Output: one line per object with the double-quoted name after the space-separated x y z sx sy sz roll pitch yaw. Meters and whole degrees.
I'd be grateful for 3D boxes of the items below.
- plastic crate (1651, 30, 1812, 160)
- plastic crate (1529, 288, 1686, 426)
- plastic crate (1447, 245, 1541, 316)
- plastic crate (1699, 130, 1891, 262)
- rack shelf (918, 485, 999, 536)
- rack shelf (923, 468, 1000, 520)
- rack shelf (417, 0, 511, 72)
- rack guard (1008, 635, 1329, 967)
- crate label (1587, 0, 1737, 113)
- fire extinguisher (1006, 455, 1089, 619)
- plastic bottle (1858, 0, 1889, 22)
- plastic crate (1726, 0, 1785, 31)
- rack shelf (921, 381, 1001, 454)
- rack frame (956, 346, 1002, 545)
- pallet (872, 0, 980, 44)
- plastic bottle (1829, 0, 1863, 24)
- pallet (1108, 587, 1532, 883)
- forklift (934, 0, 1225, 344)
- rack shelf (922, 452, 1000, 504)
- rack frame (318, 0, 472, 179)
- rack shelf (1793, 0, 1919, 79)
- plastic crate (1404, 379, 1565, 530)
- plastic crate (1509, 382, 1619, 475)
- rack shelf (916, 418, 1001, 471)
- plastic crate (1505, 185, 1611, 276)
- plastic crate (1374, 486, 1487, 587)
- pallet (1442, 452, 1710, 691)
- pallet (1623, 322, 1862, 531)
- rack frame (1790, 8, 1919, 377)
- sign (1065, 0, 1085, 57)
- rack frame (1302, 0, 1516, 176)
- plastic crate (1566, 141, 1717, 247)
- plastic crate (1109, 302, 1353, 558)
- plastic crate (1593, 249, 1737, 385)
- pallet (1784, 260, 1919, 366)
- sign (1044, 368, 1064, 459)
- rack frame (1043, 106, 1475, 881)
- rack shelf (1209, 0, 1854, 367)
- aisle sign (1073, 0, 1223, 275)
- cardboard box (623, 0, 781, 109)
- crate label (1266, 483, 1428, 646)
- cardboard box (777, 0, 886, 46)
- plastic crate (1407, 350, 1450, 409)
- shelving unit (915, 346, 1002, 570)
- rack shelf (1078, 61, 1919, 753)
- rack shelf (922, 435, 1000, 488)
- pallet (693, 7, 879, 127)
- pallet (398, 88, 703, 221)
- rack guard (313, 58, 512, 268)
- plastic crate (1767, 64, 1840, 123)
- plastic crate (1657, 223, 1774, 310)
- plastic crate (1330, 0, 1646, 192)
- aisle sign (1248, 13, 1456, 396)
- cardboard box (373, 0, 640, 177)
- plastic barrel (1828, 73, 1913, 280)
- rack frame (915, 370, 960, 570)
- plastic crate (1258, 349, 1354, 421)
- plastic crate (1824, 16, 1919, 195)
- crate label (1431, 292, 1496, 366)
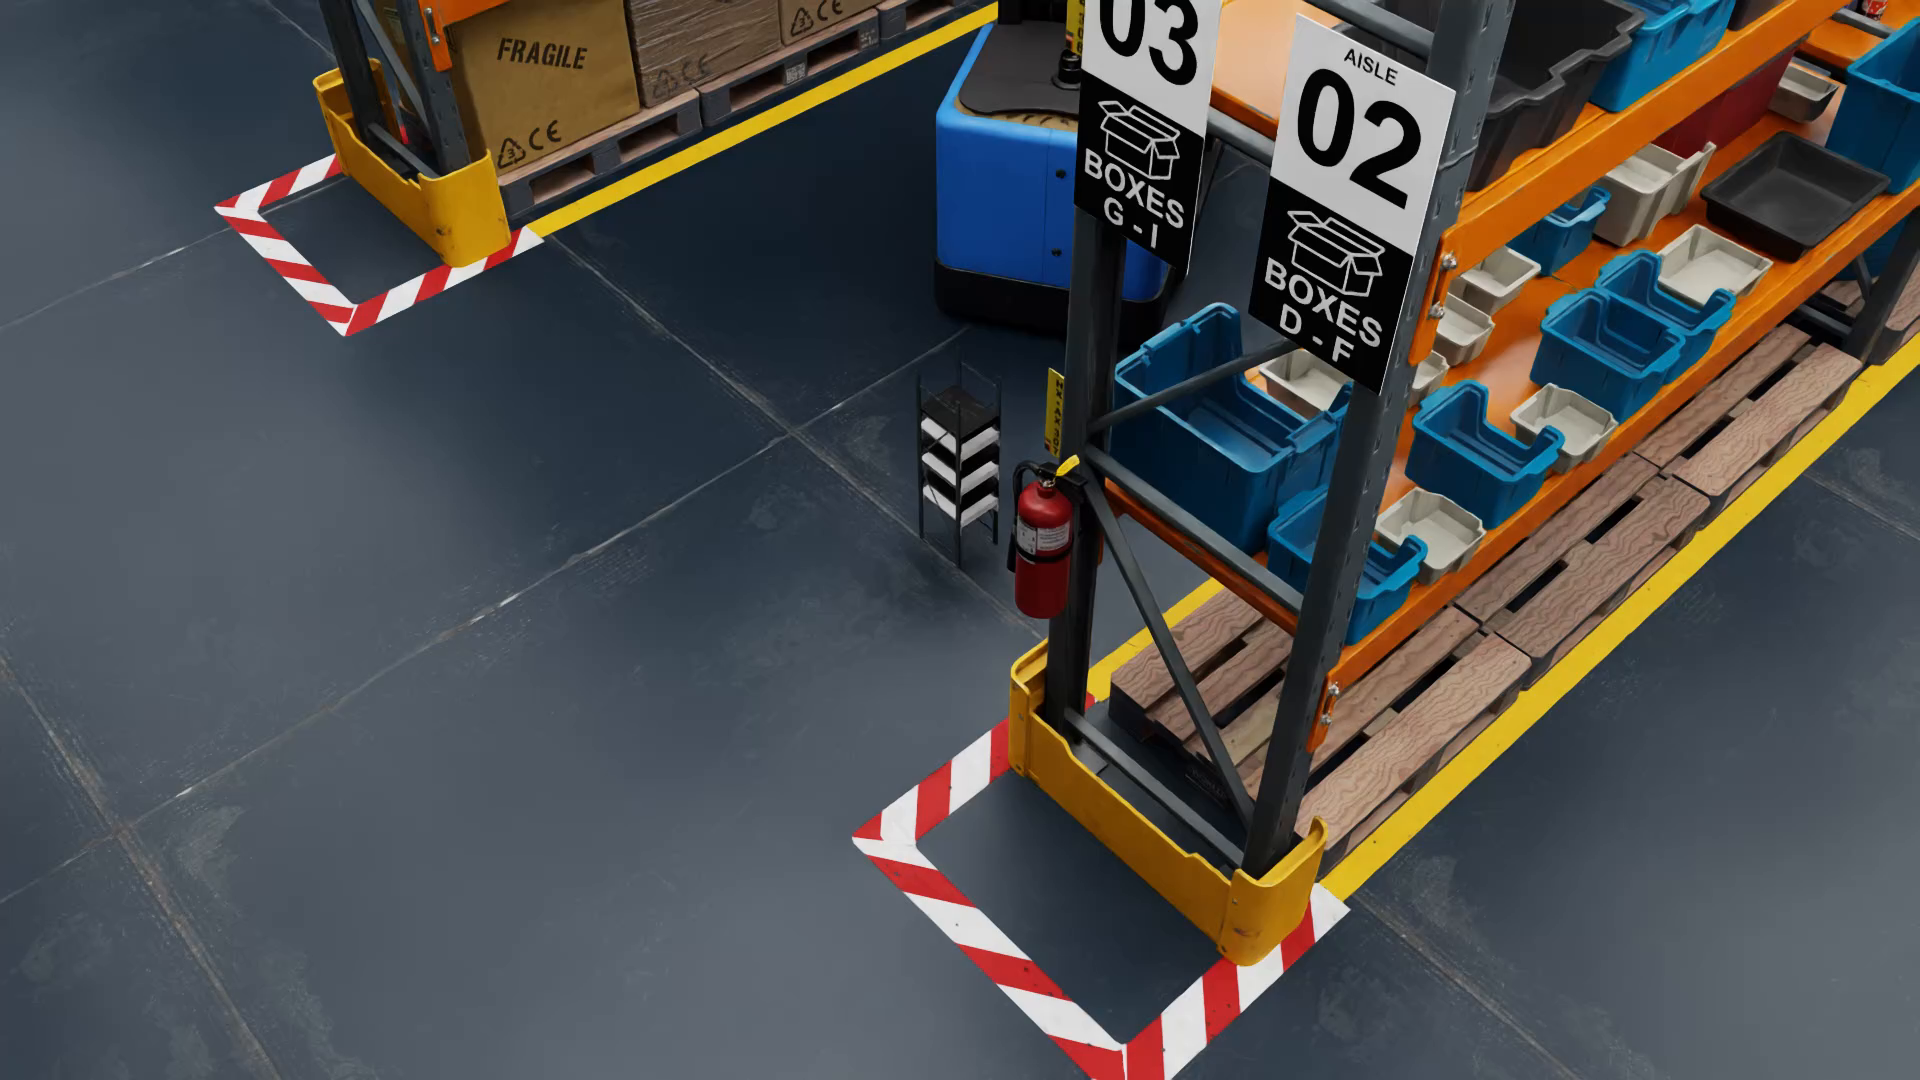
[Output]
2.805 -1.733 6.224 0.583 0.464 0.402 -34 56 -27 "plastic crate"
2.053 -0.576 5.313 0.300 0.233 0.416 -34 56 -27 "plastic crate"
1.777 -0.894 5.672 0.250 0.136 0.298 -34 56 -27 "plastic crate"
2.987 -1.223 5.984 0.590 0.125 0.437 -34 56 -27 "plastic crate"
-0.006 -0.156 6.572 0.200 0.077 0.258 -34 56 -27 "rack shelf"
-0.006 -0.218 6.506 0.200 0.077 0.258 -34 56 -27 "rack shelf"
-1.177 -3.456 8.388 4.000 0.370 1.077 -34 56 -27 "rack shelf"
0.666 0.848 5.627 0.348 0.500 1.175 -34 56 -27 "rack guard"
1.575 -1.265 3.937 0.502 0.251 0.408 -34 56 -27 "crate label"
0.258 -0.038 5.050 0.183 0.674 0.296 -34 56 -27 "fire extinguisher"
3.806 -2.241 6.912 0.097 0.201 0.097 0 47 0 "plastic bottle"
1.990 -1.620 4.205 0.767 0.338 0.504 -34 56 -27 "plastic crate"
-0.006 -0.462 6.242 0.200 0.077 0.258 -34 56 -27 "rack shelf"
0.069 -0.351 6.462 0.006 0.900 0.240 -34 56 -27 "rack frame"
-0.313 -3.410 9.753 1.213 0.211 1.003 -34 56 -27 "pallet"
3.709 -2.324 6.938 0.135 0.276 0.152 -34 56 -27 "plastic bottle"
1.311 0.541 6.107 1.213 0.211 1.003 -34 56 -27 "pallet"
0.782 -2.981 7.506 1.130 2.935 3.031 12 48 11 "forklift"
-0.006 -0.279 6.440 0.200 0.077 0.258 -34 56 -27 "rack shelf"
-2.657 -2.711 7.211 0.127 3.000 1.000 -34 56 -27 "rack frame"
5.114 -2.741 7.727 4.000 0.370 1.077 -34 56 -27 "rack shelf"
1.566 -0.250 5.013 0.300 0.233 0.416 -34 56 -27 "plastic crate"
1.874 -0.341 5.162 0.298 0.136 0.250 -34 56 -27 "plastic crate"
-0.006 -0.401 6.308 0.200 0.077 0.258 -34 56 -27 "rack shelf"
2.022 -1.137 5.831 0.300 0.233 0.416 -34 56 -27 "plastic crate"
1.372 -0.006 4.853 0.298 0.136 0.250 -34 56 -27 "plastic crate"
2.213 -0.059 6.661 1.213 0.211 1.003 -34 56 -27 "pallet"
3.116 -0.666 7.221 1.213 0.211 1.003 -34 56 -27 "pallet"
3.634 -1.996 6.551 0.127 3.000 1.000 -34 56 -27 "rack frame"
0.293 -1.291 3.930 0.005 0.325 0.100 -34 56 -27 "sign"
0.675 -2.053 2.521 0.127 3.000 1.000 -34 56 -27 "rack frame"
2.381 -1.321 5.968 0.530 0.282 0.437 -34 56 -27 "plastic crate"
0.797 -0.318 4.937 0.499 0.435 0.616 -34 56 -27 "plastic crate"
2.275 -0.724 5.450 0.300 0.233 0.416 -34 56 -27 "plastic crate"
4.233 -1.409 7.907 1.213 0.211 1.003 -34 56 -27 "pallet"
0.293 -0.365 4.934 0.005 0.325 0.100 -34 56 -27 "sign"
0.675 -0.018 4.726 0.127 3.000 1.000 -34 56 -27 "rack frame"
2.155 -1.780 4.800 4.000 0.370 1.077 -34 56 -27 "rack shelf"
0.425 -1.023 3.885 0.004 0.787 0.394 -34 56 -27 "aisle sign"
-1.564 -2.943 8.585 0.875 0.875 0.875 -34 56 -27 "cardboard box"
1.079 0.075 4.713 0.303 0.233 0.416 -34 56 -27 "crate label"
-0.906 -3.383 8.991 0.875 0.875 0.875 -34 56 -27 "cardboard box"
1.381 -0.586 5.388 0.243 0.136 0.396 -34 56 -27 "plastic crate"
-0.006 -0.301 6.416 0.210 0.900 0.258 -34 56 -27 "shelving unit"
2.155 -0.763 5.903 4.000 0.370 1.077 -34 56 -27 "rack shelf"
-0.006 -0.340 6.374 0.200 0.077 0.258 -34 56 -27 "rack shelf"
-1.216 -2.804 9.193 1.213 0.211 1.003 -34 56 -27 "pallet"
-2.118 -2.204 8.640 1.213 0.211 1.003 -34 56 -27 "pallet"
-2.675 -1.852 8.119 0.348 0.500 1.175 -34 56 -27 "rack guard"
3.194 -1.774 6.485 0.243 0.136 0.396 -34 56 -27 "plastic crate"
2.548 -0.902 5.680 0.466 0.136 0.293 -34 56 -27 "plastic crate"
1.147 -1.030 3.707 0.590 0.269 0.497 -34 56 -27 "plastic crate"
0.821 -0.703 3.589 0.004 0.787 0.394 -34 56 -27 "aisle sign"
-2.237 -2.493 8.170 0.875 0.875 0.875 -34 56 -27 "cardboard box"
4.048 -1.686 7.407 0.708 0.901 0.600 -34 56 -27 "plastic barrel"
-0.081 -0.251 6.369 0.006 0.900 0.240 -34 56 -27 "rack frame"
1.156 -0.451 5.264 0.243 0.136 0.396 -34 56 -27 "plastic crate"
3.518 -1.595 6.150 0.575 0.384 0.392 -34 56 -27 "plastic crate"
1.570 -0.737 5.528 0.243 0.136 0.396 -34 56 -27 "crate label"
